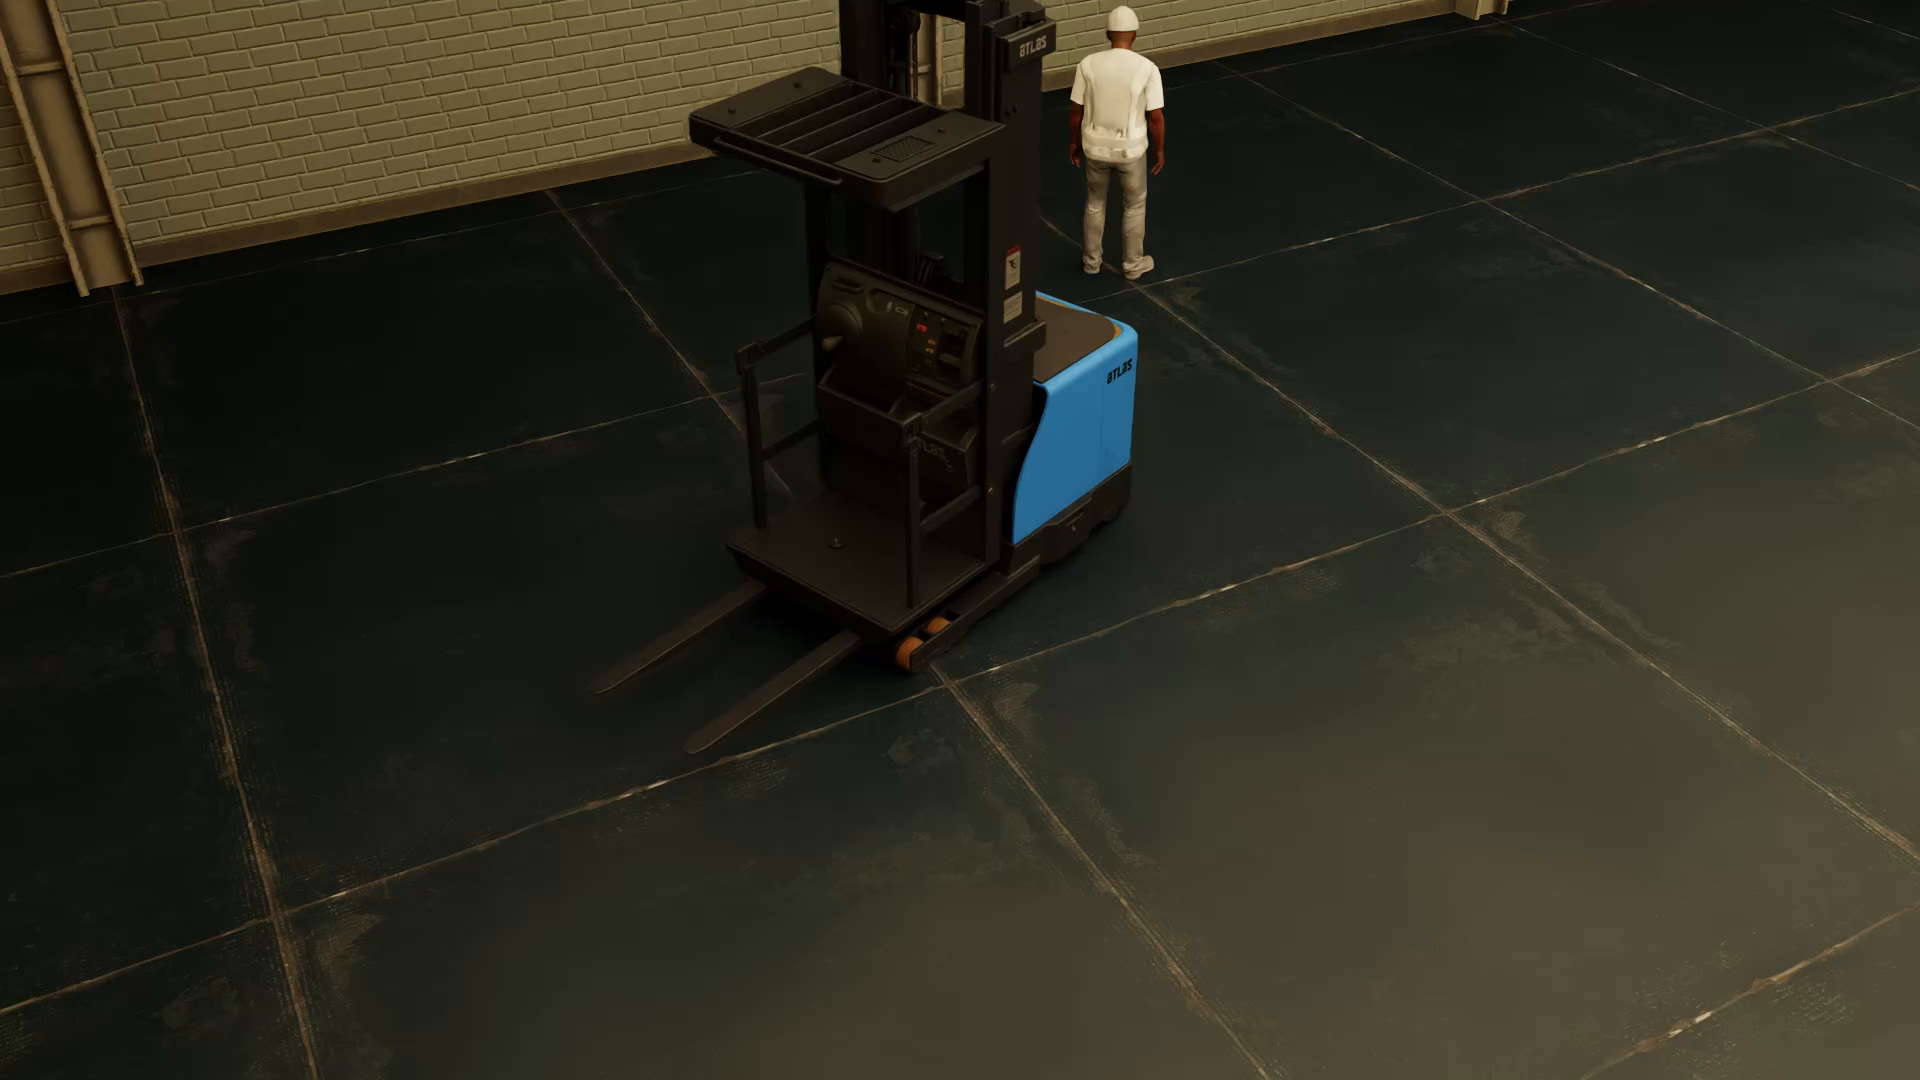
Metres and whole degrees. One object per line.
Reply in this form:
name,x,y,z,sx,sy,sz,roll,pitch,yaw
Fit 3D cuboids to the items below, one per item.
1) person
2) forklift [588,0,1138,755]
person,1.013,-2.548,10.746,0.626,1.759,0.463,10,36,14
forklift,-0.421,-0.905,7.403,1.130,2.935,3.031,26,43,31
